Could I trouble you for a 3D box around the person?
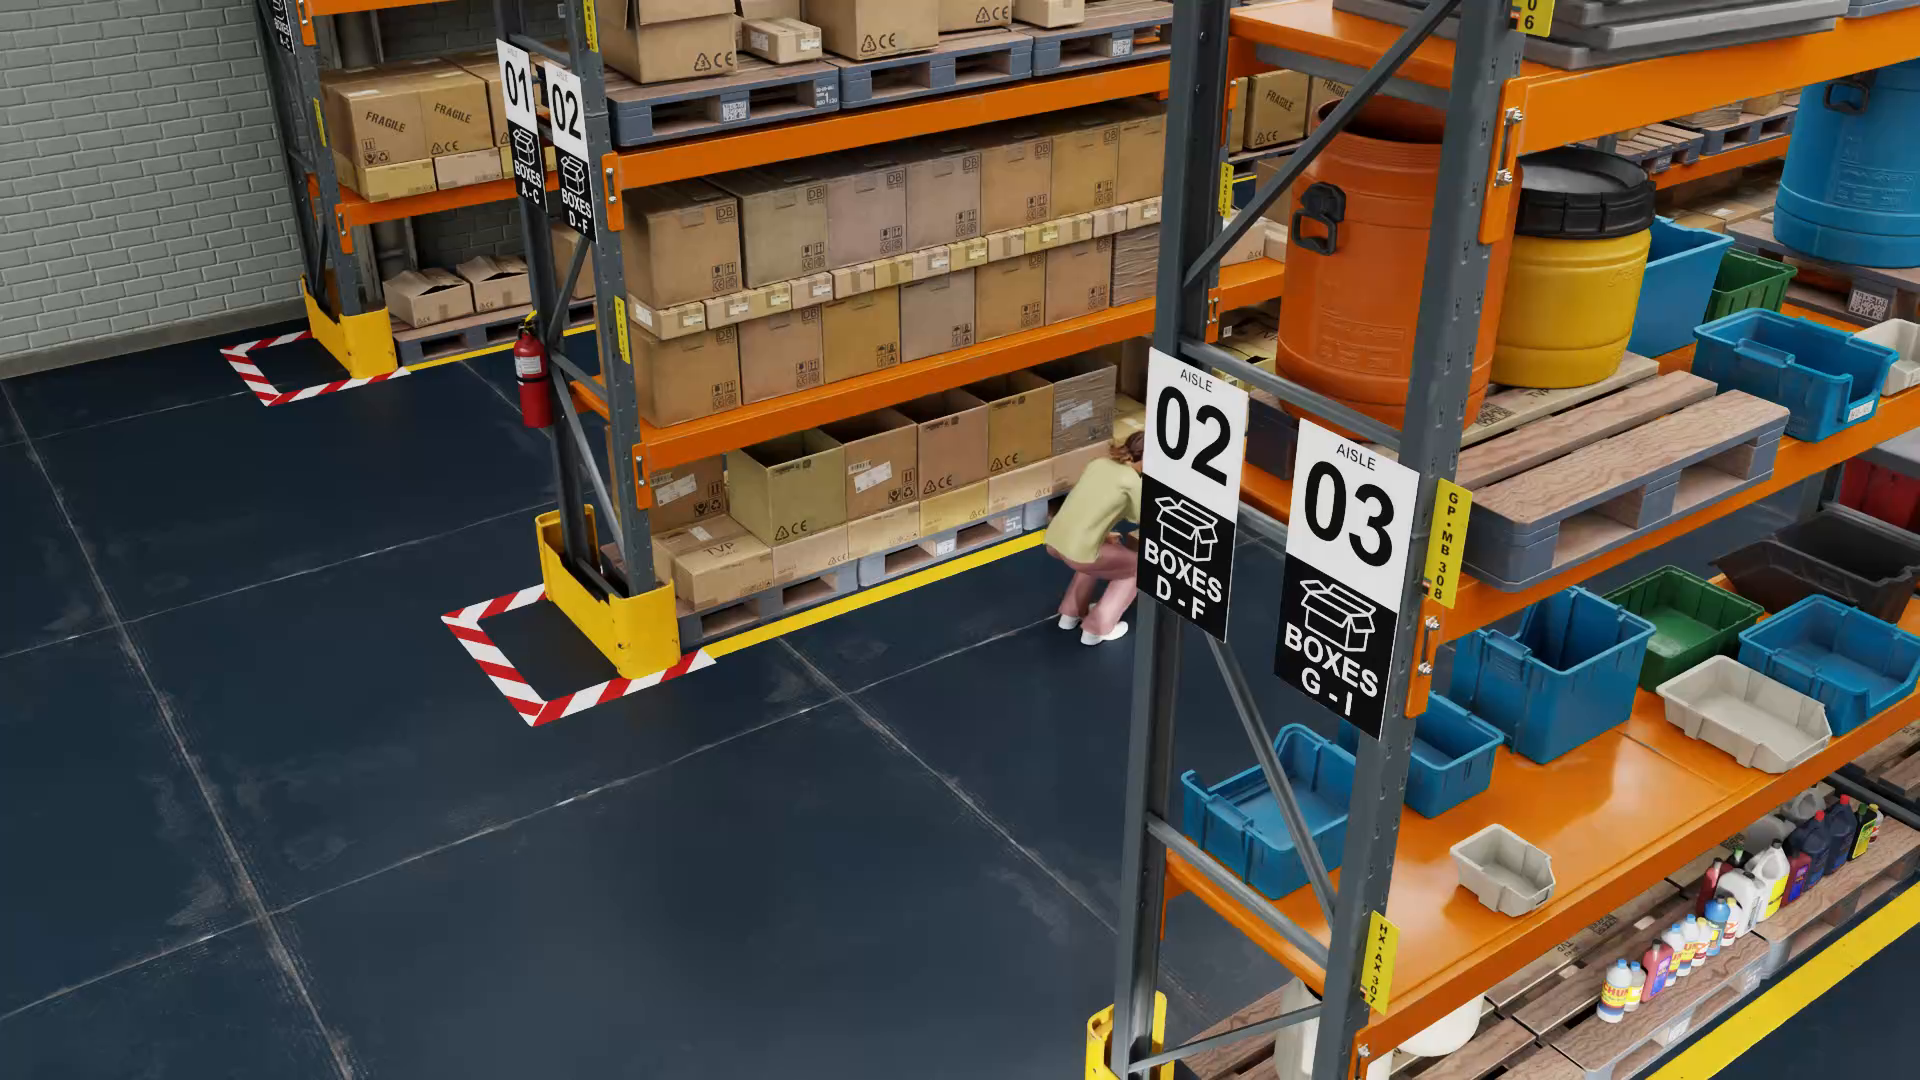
[{"bbox_3d":[0.794,-0.011,9.256,0.753,1.092,0.501,-19,34,-31],"label":"person"}]
